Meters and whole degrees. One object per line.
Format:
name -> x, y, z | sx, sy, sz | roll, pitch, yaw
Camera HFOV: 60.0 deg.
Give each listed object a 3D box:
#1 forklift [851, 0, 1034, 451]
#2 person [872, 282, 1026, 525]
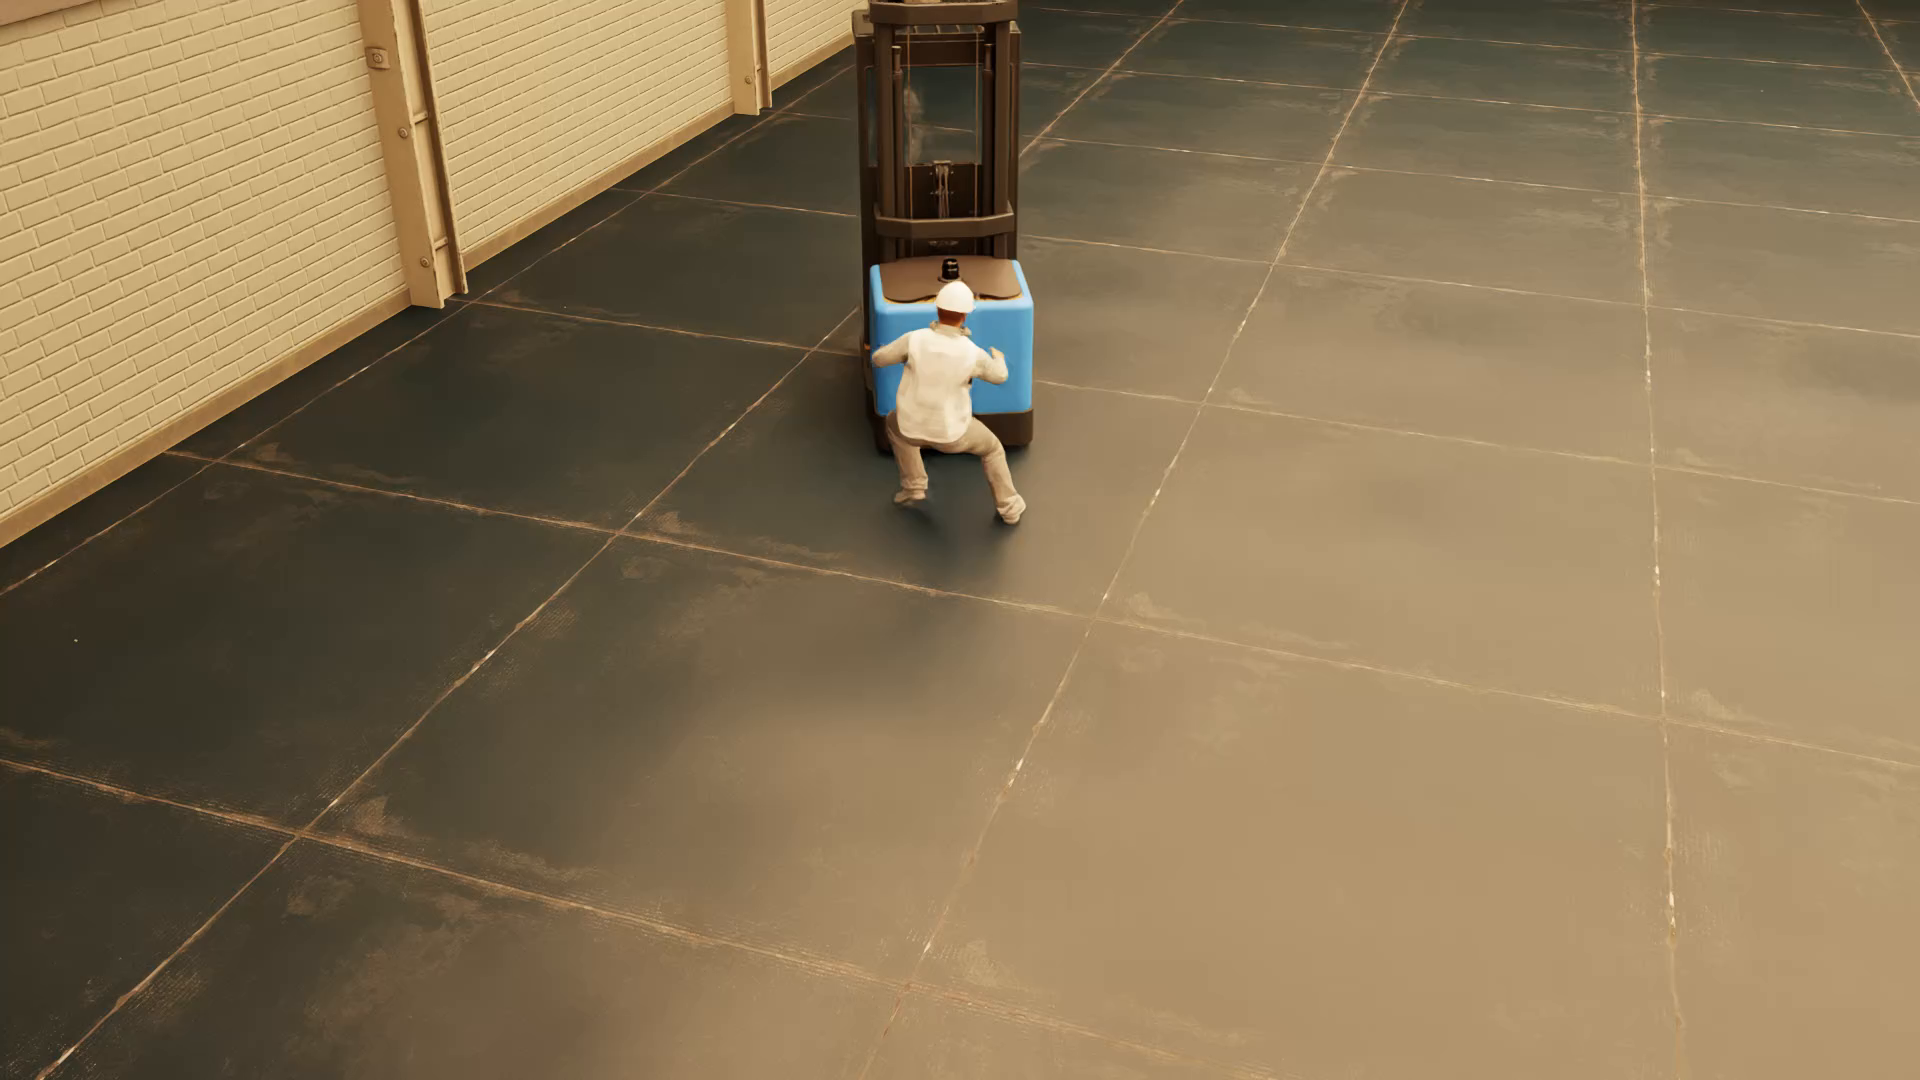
forklift -> -0.168, -2.568, 11.641 | 1.130, 2.935, 3.031 | -3, 30, -5
person -> -0.081, -0.845, 9.993 | 0.942, 1.574, 0.770 | 6, 30, 10
